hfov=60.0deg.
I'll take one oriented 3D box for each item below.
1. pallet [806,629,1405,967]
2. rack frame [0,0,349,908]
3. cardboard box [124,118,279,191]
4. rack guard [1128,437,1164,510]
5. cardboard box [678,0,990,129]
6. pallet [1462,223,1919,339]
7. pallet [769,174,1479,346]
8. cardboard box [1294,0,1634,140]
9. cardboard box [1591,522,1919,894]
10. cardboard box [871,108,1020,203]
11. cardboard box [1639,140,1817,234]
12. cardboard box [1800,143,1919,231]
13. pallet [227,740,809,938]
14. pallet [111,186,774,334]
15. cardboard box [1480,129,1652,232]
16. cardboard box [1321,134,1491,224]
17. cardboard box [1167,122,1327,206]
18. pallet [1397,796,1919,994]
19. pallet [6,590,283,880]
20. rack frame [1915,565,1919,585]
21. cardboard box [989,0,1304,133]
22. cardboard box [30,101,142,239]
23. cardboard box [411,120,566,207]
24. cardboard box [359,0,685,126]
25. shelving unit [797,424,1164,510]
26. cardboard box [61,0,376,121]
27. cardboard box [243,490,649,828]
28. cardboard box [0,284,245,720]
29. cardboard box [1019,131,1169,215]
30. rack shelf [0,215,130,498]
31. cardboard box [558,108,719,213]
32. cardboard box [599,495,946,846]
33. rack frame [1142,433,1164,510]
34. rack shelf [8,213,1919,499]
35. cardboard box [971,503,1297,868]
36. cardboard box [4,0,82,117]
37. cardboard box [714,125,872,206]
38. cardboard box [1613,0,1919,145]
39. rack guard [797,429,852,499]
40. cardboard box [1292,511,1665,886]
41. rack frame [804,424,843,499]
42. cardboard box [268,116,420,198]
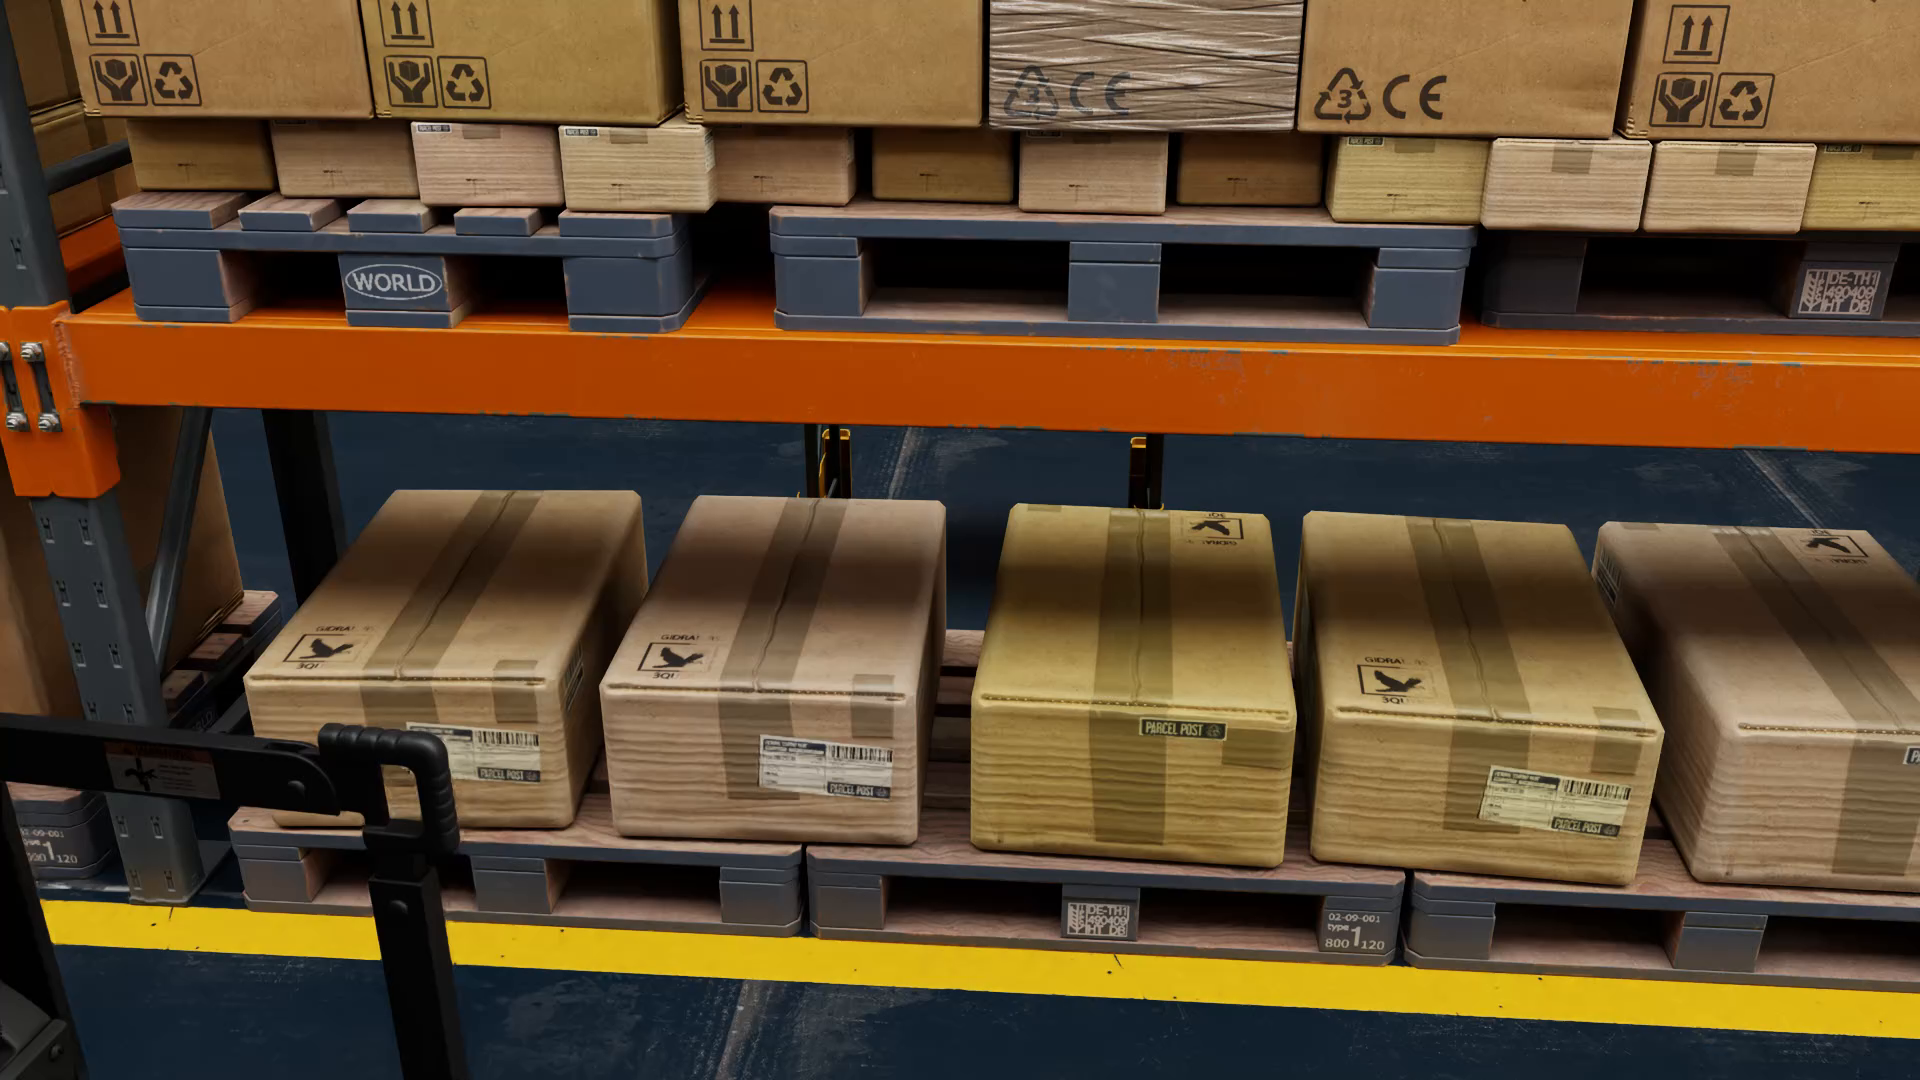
[{"bbox_3d":[0.320,0.544,3.816,1.213,0.211,1.003,2,25,4],"label":"pallet"},{"bbox_3d":[-1.672,-0.789,3.376,0.127,3.000,1.000,2,25,4],"label":"rack frame"},{"bbox_3d":[-1.362,-0.777,3.149,0.250,0.149,0.380,0,25,1],"label":"cardboard box"},{"bbox_3d":[0.573,-0.095,5.158,0.087,0.250,0.587,2,25,4],"label":"rack guard"},{"bbox_3d":[-0.191,-1.021,2.903,0.500,0.500,0.500,2,25,5],"label":"cardboard box"},{"bbox_3d":[1.566,-0.659,3.322,1.213,0.211,1.003,2,25,4],"label":"pallet"},{"bbox_3d":[0.305,-0.655,3.315,1.213,0.211,1.003,2,25,4],"label":"pallet"},{"bbox_3d":[0.830,-0.986,2.825,0.500,0.500,0.500,3,25,6],"label":"cardboard box"},{"bbox_3d":[1.793,0.327,3.593,0.625,0.372,0.950,2,25,5],"label":"cardboard box"},{"bbox_3d":[-0.010,-0.741,3.070,0.250,0.149,0.380,3,25,6],"label":"cardboard box"},{"bbox_3d":[1.261,-0.648,2.868,0.250,0.149,0.380,1,25,3],"label":"cardboard box"},{"bbox_3d":[1.521,-0.655,2.882,0.250,0.149,0.380,1,25,2],"label":"cardboard box"},{"bbox_3d":[-0.893,0.504,3.903,1.213,0.211,1.003,2,25,4],"label":"pallet"},{"bbox_3d":[-0.953,-0.723,3.463,1.003,0.211,1.213,2,25,4],"label":"pallet"},{"bbox_3d":[1.007,-0.654,2.882,0.250,0.149,0.380,2,25,4],"label":"cardboard box"},{"bbox_3d":[0.766,-0.677,2.932,0.250,0.149,0.380,2,25,4],"label":"cardboard box"},{"bbox_3d":[0.511,-0.729,3.043,0.250,0.149,0.380,1,25,2],"label":"cardboard box"},{"bbox_3d":[1.540,0.582,3.733,1.213,0.211,1.003,2,25,4],"label":"pallet"},{"bbox_3d":[-2.452,0.421,4.082,1.213,0.211,1.003,2,25,4],"label":"pallet"},{"bbox_3d":[2.316,-0.661,3.097,0.127,3.000,1.000,2,25,4],"label":"rack frame"},{"bbox_3d":[0.307,-1.002,2.861,0.500,0.500,0.500,1,25,2],"label":"cardboard box"},{"bbox_3d":[-2.141,-0.841,3.669,0.500,0.250,0.500,1,25,3],"label":"cardboard box"},{"bbox_3d":[-0.813,-0.726,3.038,0.250,0.149,0.380,0,25,1],"label":"cardboard box"},{"bbox_3d":[-0.721,-1.035,2.934,0.500,0.500,0.500,3,25,7],"label":"cardboard box"},{"bbox_3d":[0.076,-0.679,4.931,1.083,1.500,0.587,2,25,4],"label":"shelving unit"},{"bbox_3d":[-1.241,-1.049,2.964,0.500,0.500,0.500,1,25,3],"label":"cardboard box"},{"bbox_3d":[-1.109,0.237,3.789,0.625,0.372,0.950,0,25,0],"label":"cardboard box"},{"bbox_3d":[-2.354,-0.071,3.855,0.875,0.875,0.875,2,25,4],"label":"cardboard box"},{"bbox_3d":[0.246,-0.706,2.993,0.250,0.149,0.380,3,25,6],"label":"cardboard box"},{"bbox_3d":[-3.666,-0.526,3.665,4.000,0.370,1.077,2,25,4],"label":"rack shelf"},{"bbox_3d":[-0.541,-0.709,3.001,0.250,0.149,0.380,2,25,4],"label":"cardboard box"},{"bbox_3d":[-0.373,0.257,3.745,0.625,0.372,0.950,1,25,3],"label":"cardboard box"},{"bbox_3d":[0.592,-0.662,4.895,0.032,1.500,0.500,2,25,4],"label":"rack frame"},{"bbox_3d":[0.322,-0.398,3.387,4.000,0.370,1.077,2,25,4],"label":"rack shelf"},{"bbox_3d":[0.383,0.283,3.687,0.625,0.372,0.950,3,25,6],"label":"cardboard box"},{"bbox_3d":[-2.158,-1.067,3.561,0.500,0.250,0.500,2,25,4],"label":"cardboard box"},{"bbox_3d":[-0.294,-0.734,3.054,0.250,0.149,0.380,3,25,7],"label":"cardboard box"},{"bbox_3d":[1.344,-0.966,2.784,0.500,0.500,0.500,2,25,4],"label":"cardboard box"},{"bbox_3d":[-0.421,-0.127,5.227,0.087,0.250,0.587,2,25,4],"label":"rack guard"},{"bbox_3d":[1.076,0.305,3.640,0.625,0.372,0.950,3,25,7],"label":"cardboard box"},{"bbox_3d":[-0.422,-0.695,4.966,0.032,1.500,0.500,2,25,4],"label":"rack frame"},{"bbox_3d":[-1.083,-0.754,3.099,0.250,0.149,0.380,0,25,1],"label":"cardboard box"}]
